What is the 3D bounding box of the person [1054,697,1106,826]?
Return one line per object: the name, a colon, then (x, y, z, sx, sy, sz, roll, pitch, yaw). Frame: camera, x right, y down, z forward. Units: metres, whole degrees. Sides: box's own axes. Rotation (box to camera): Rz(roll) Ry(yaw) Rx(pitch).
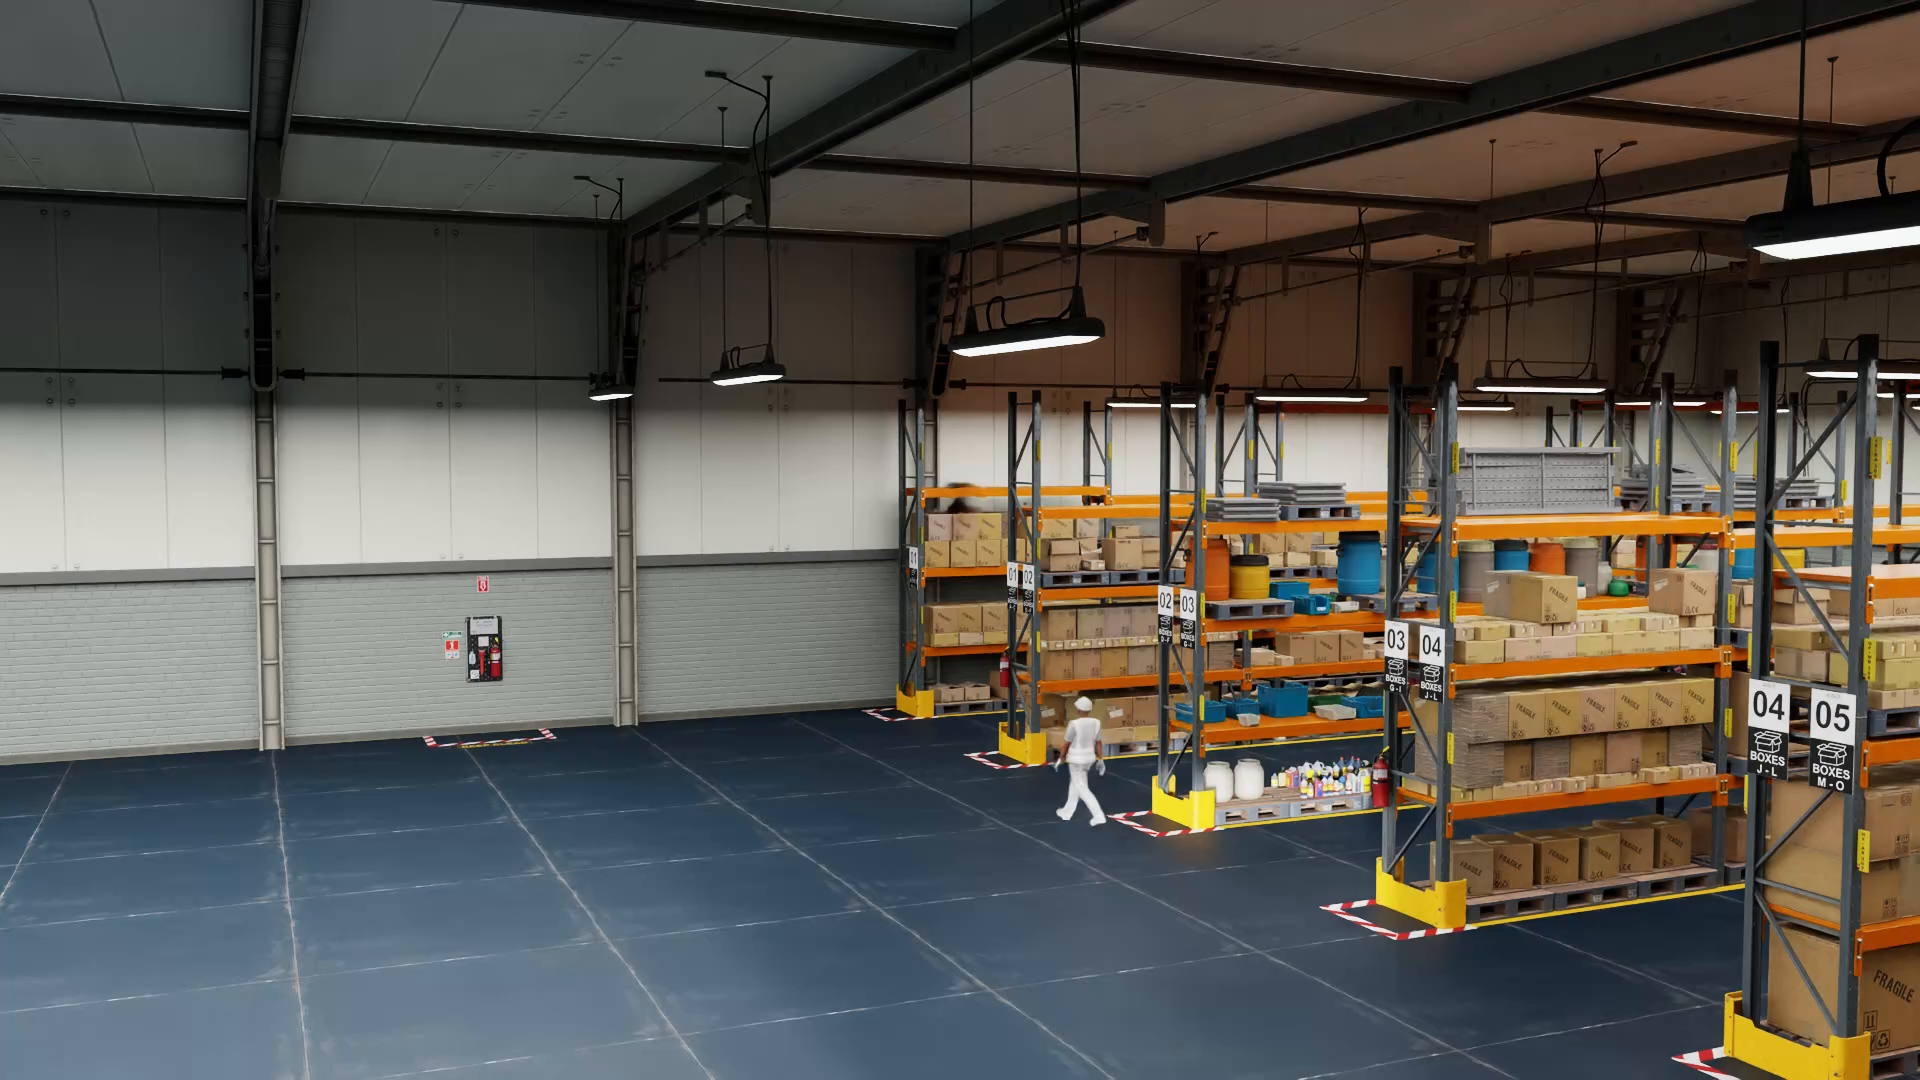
person: (1.606, 2.981, 22.407, 1.052, 1.750, 0.550, 3, 4, 41)
